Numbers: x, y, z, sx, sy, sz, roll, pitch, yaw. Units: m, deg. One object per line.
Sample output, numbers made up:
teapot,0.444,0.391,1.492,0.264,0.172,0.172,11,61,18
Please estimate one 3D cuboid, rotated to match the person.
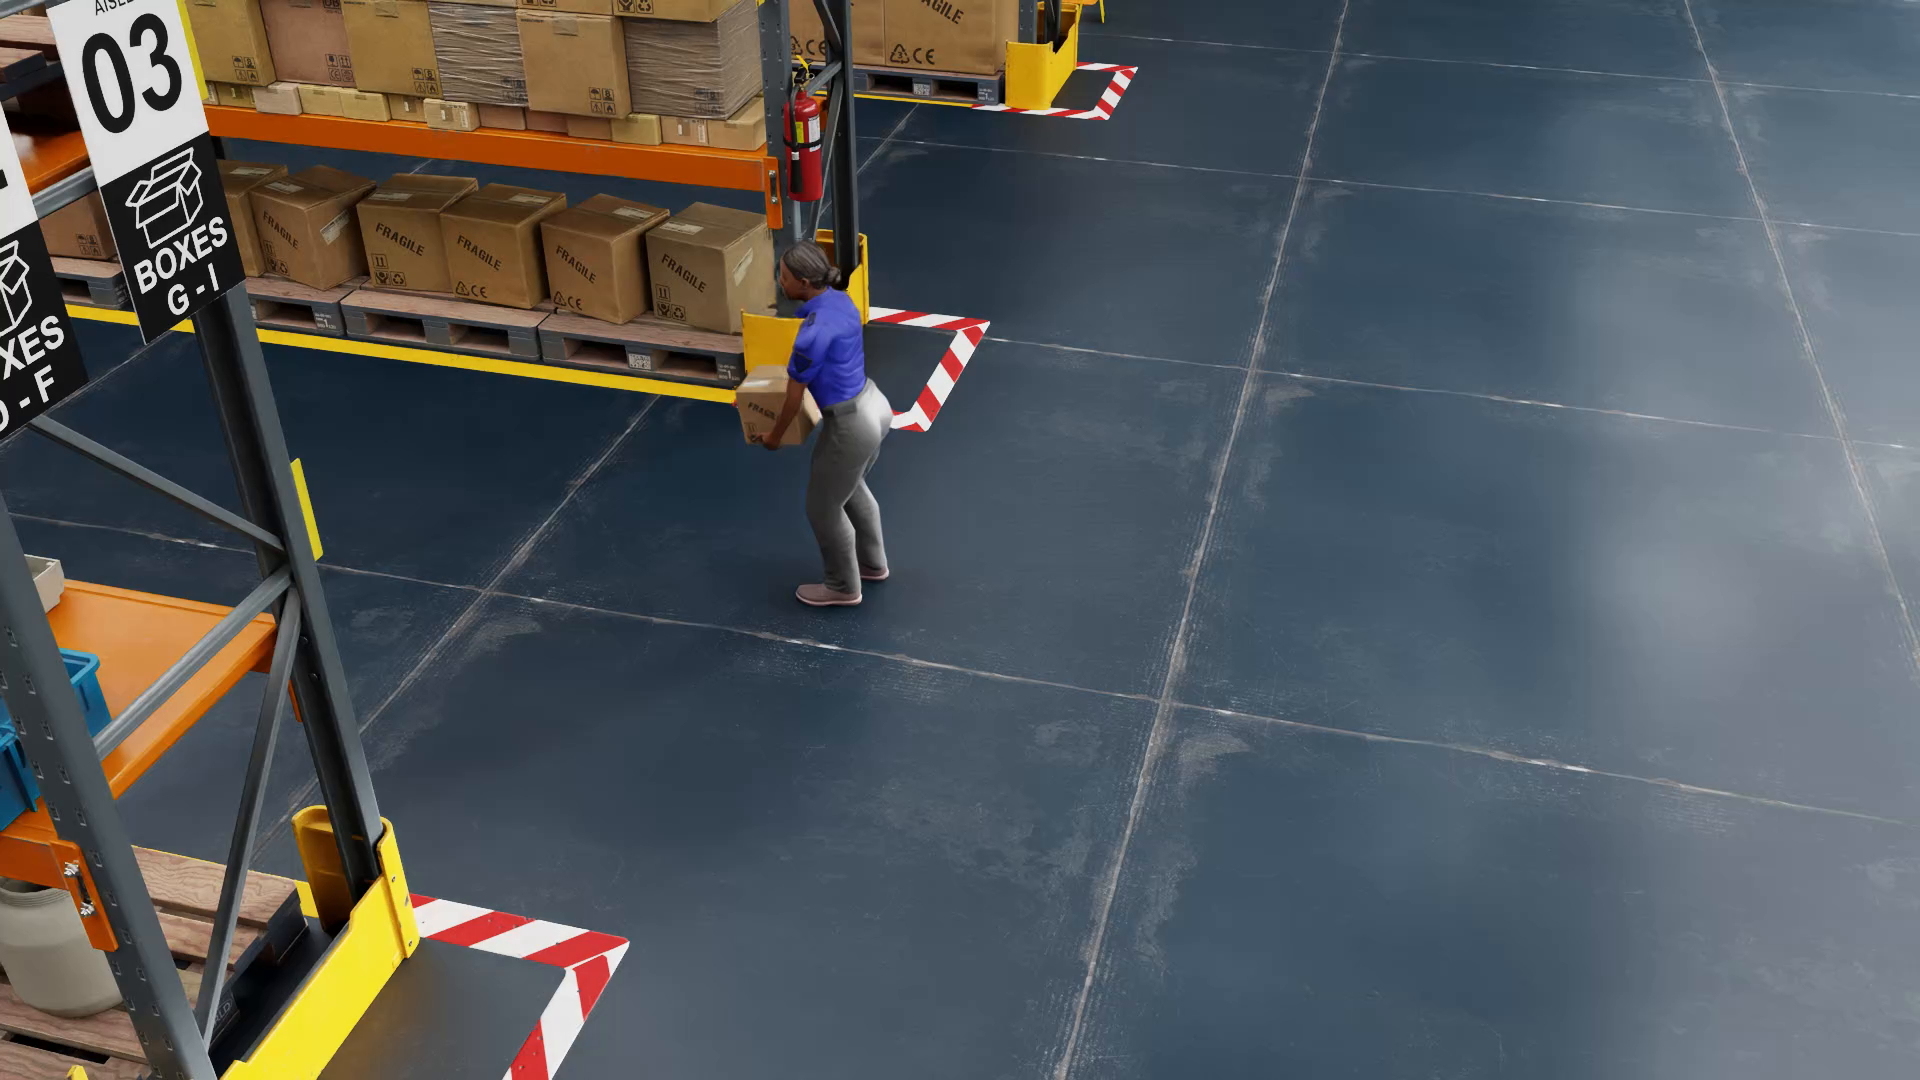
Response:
person,-0.566,-0.469,6.895,0.538,1.636,0.411,8,34,11
